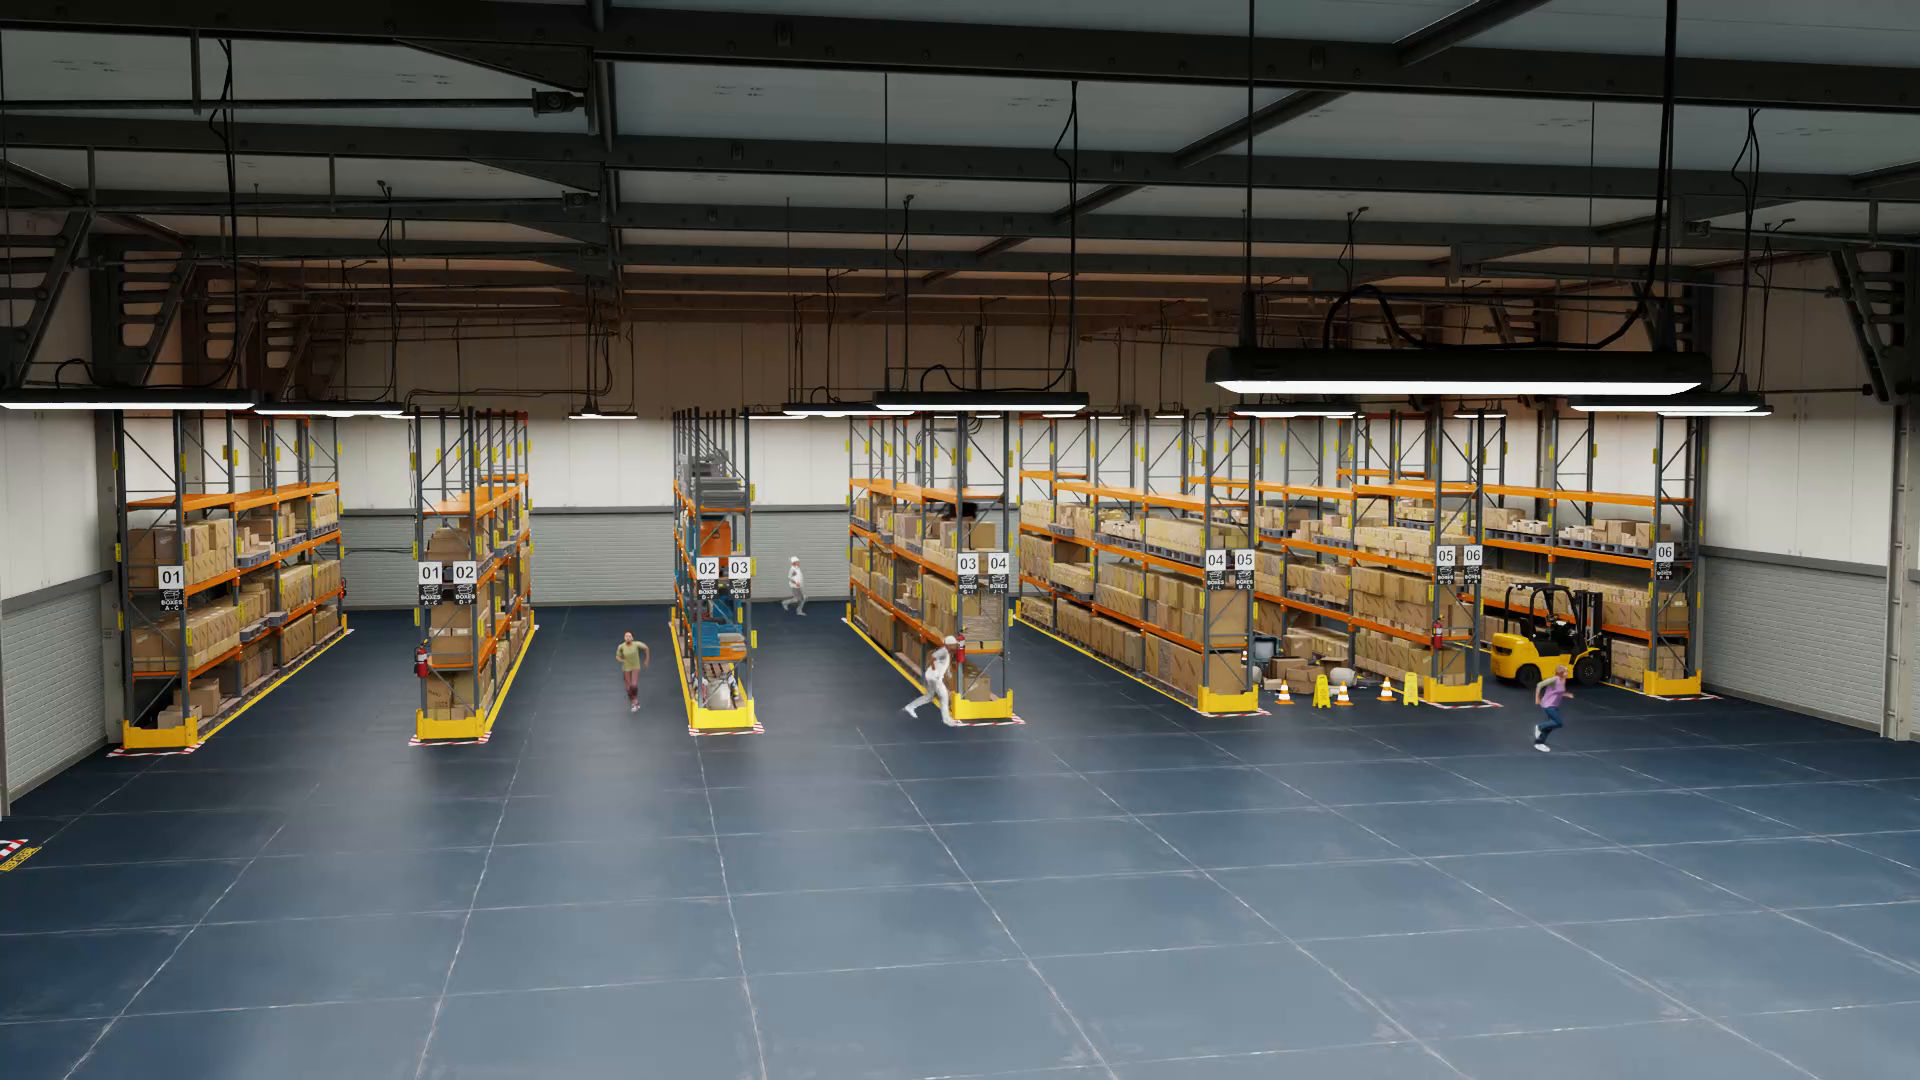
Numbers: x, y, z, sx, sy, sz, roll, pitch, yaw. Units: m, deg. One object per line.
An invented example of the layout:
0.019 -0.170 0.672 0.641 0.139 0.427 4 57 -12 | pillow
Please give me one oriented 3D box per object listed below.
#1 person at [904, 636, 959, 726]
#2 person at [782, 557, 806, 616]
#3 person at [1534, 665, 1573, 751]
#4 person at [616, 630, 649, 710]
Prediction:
-0.545 2.661 31.364 1.050 1.728 0.716 1 4 11 | person
-4.891 1.371 49.233 0.728 1.745 0.676 1 4 15 | person
10.318 2.917 28.884 0.656 1.527 0.524 3 5 40 | person
-6.455 2.574 32.719 0.617 1.617 0.689 0 4 -2 | person
